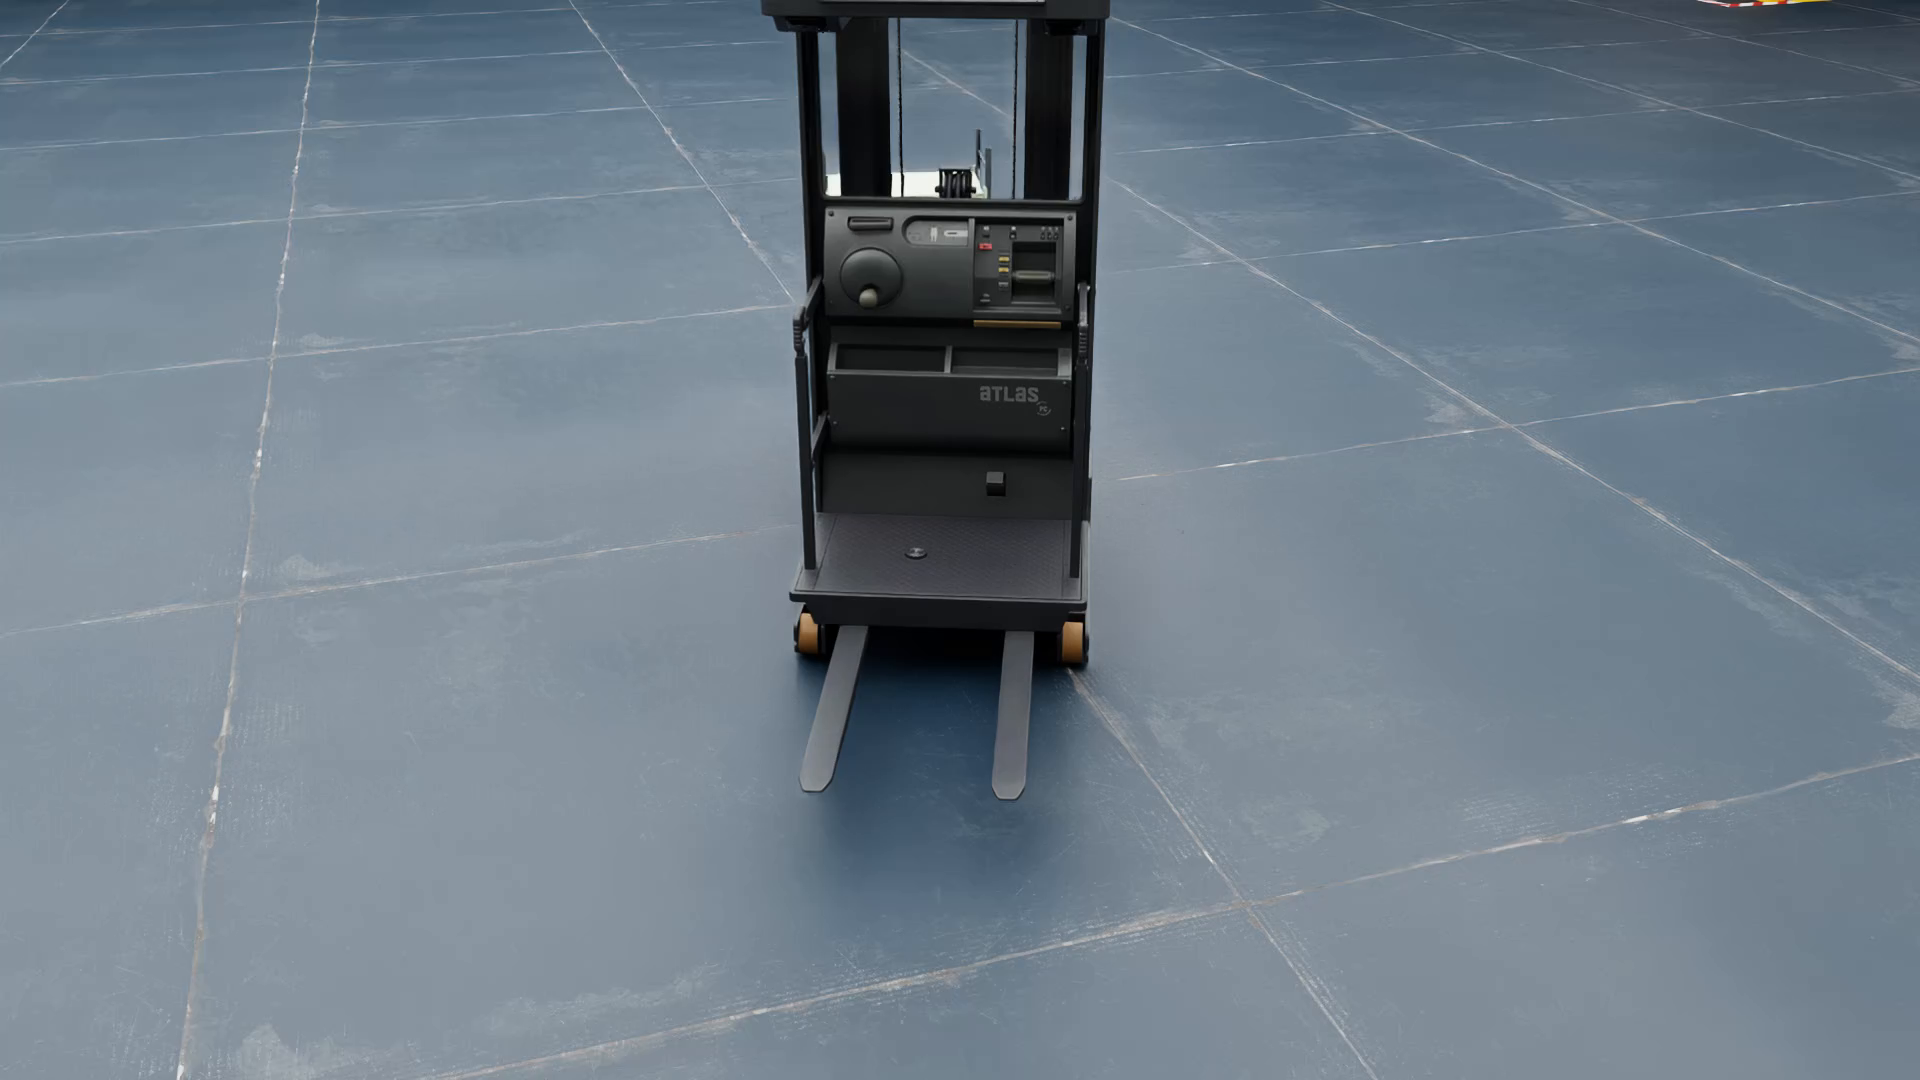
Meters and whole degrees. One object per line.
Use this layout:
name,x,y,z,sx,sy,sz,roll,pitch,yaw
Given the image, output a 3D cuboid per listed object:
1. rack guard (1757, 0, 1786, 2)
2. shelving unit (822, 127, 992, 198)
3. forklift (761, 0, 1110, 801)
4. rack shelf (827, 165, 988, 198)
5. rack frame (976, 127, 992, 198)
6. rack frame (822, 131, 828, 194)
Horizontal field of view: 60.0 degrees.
rack guard,10.054,-7.214,21.219,0.348,0.500,1.175,-8,28,-16
shelving unit,-0.256,-1.144,7.865,0.755,1.500,0.431,-3,27,-6
forklift,-0.051,-0.993,5.955,1.130,2.935,3.031,2,26,4
rack shelf,-0.256,-1.492,7.690,0.720,0.370,0.431,-3,27,-6
rack frame,0.108,-1.161,7.900,0.023,1.500,0.400,-3,27,-6
rack frame,-0.620,-1.126,7.829,0.023,1.500,0.400,-3,27,-6
